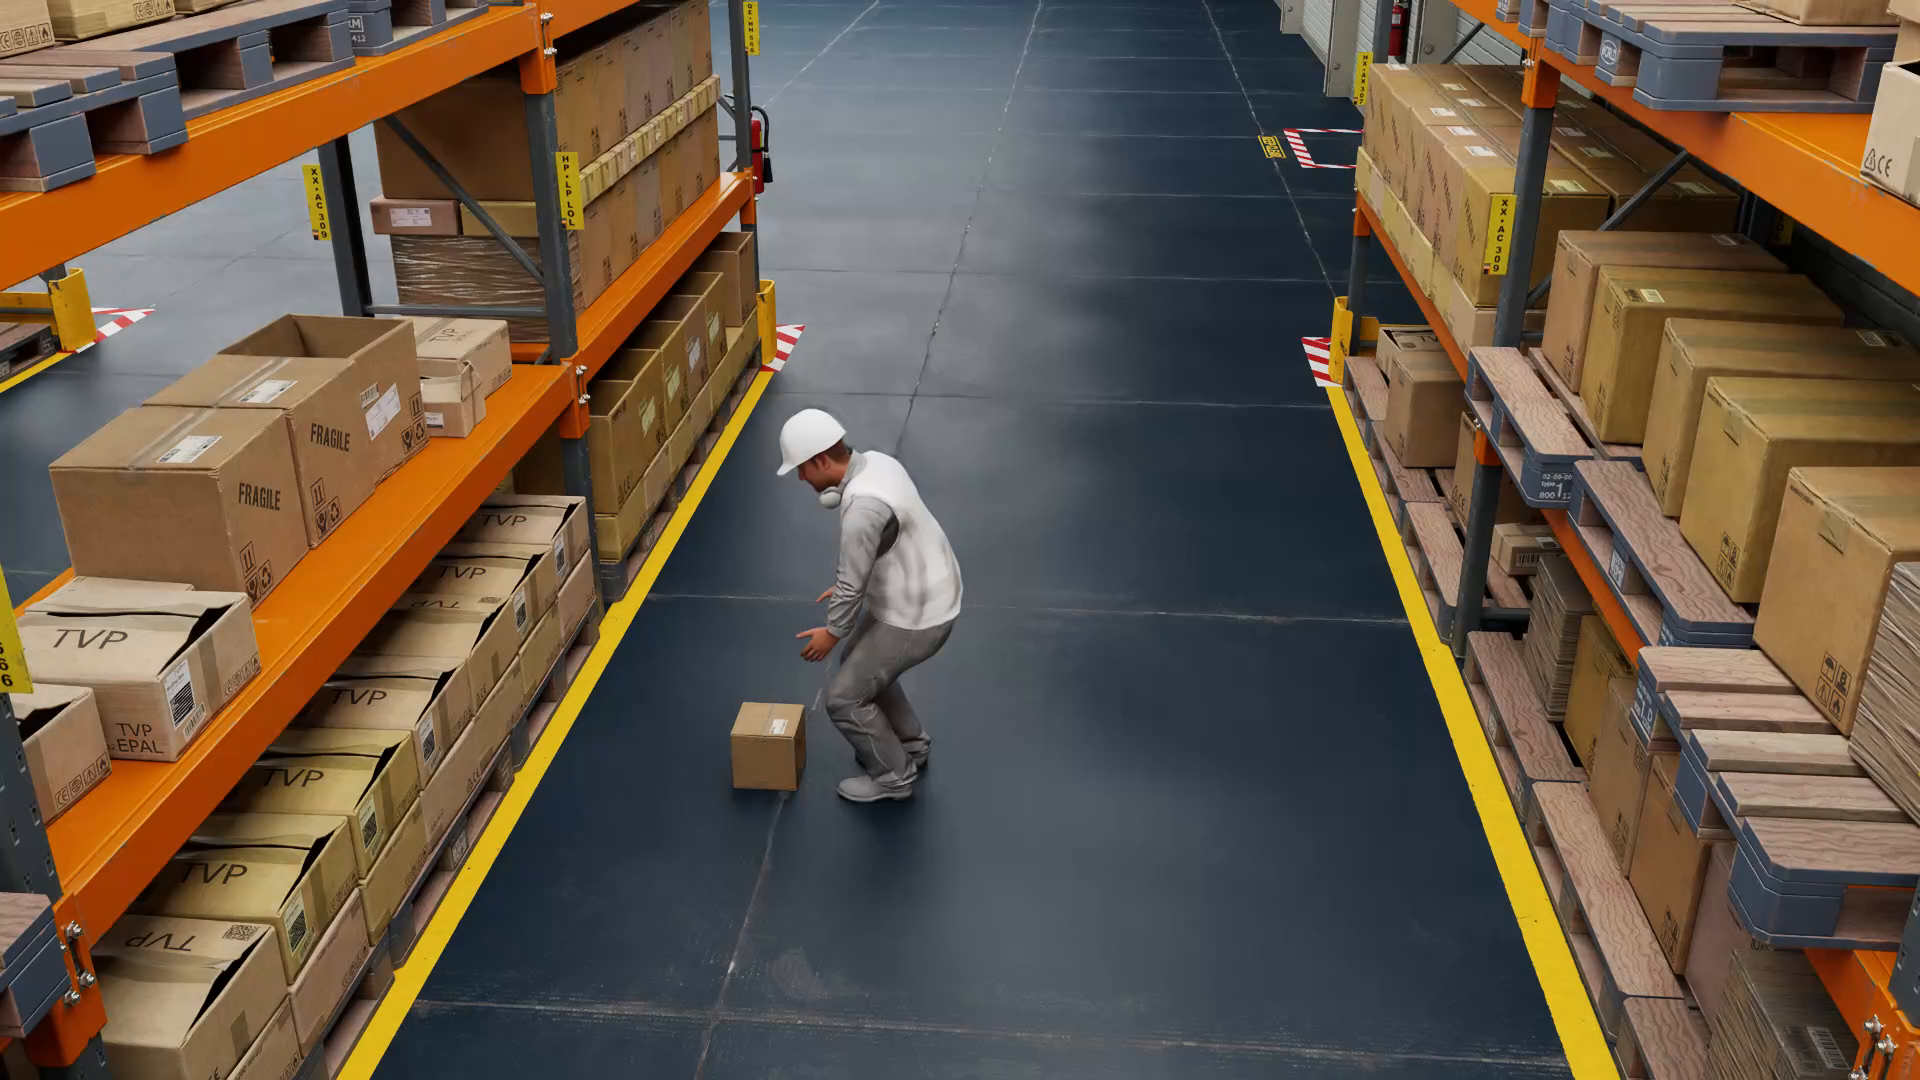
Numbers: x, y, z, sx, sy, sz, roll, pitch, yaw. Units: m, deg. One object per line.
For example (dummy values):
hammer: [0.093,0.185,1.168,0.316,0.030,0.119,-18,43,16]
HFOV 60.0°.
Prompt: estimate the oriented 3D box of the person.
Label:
person: [-0.328,0.253,6.284,0.671,1.559,0.588,2,24,5]
